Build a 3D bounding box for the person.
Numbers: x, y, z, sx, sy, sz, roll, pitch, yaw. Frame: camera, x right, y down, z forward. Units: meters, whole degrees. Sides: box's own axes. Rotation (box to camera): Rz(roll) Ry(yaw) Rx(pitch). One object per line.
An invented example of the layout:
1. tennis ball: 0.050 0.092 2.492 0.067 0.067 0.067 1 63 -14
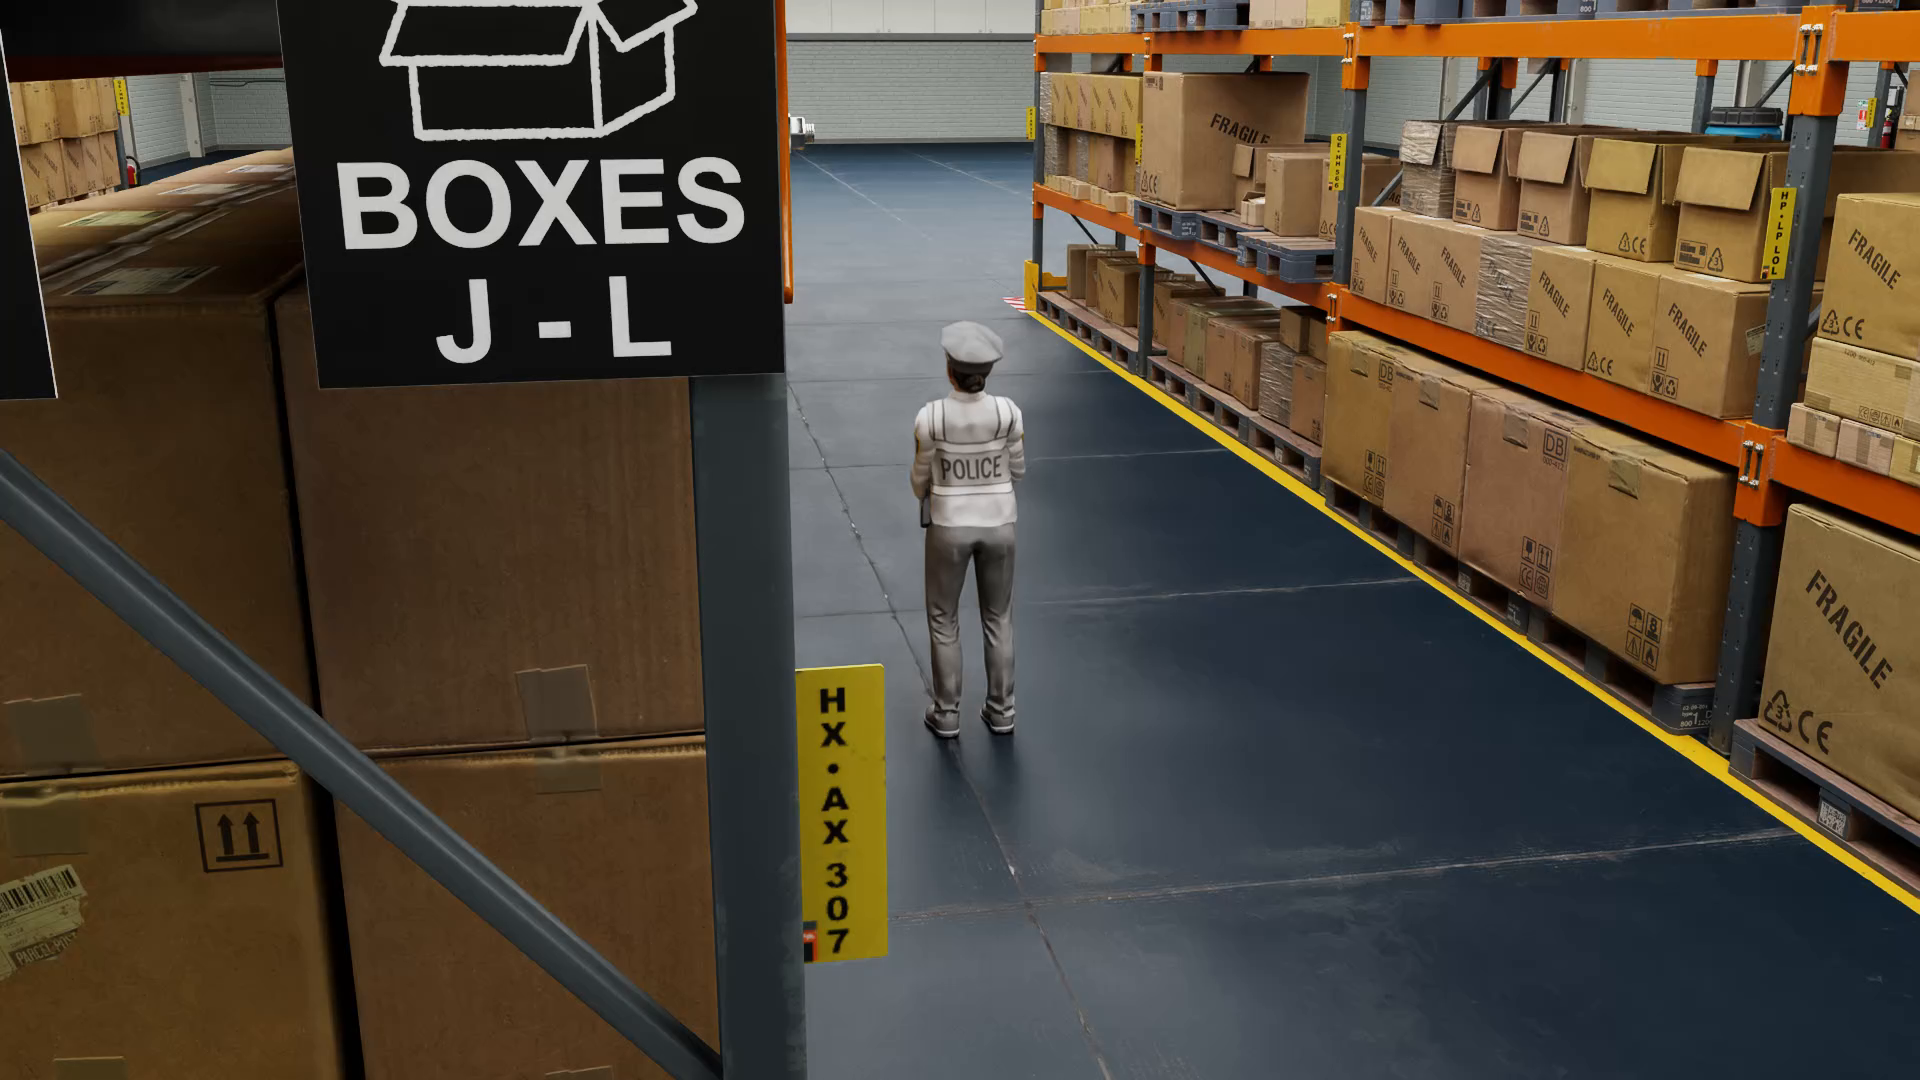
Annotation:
1. person: 0.028 -0.052 6.673 0.459 1.686 0.562 -3 17 -10
